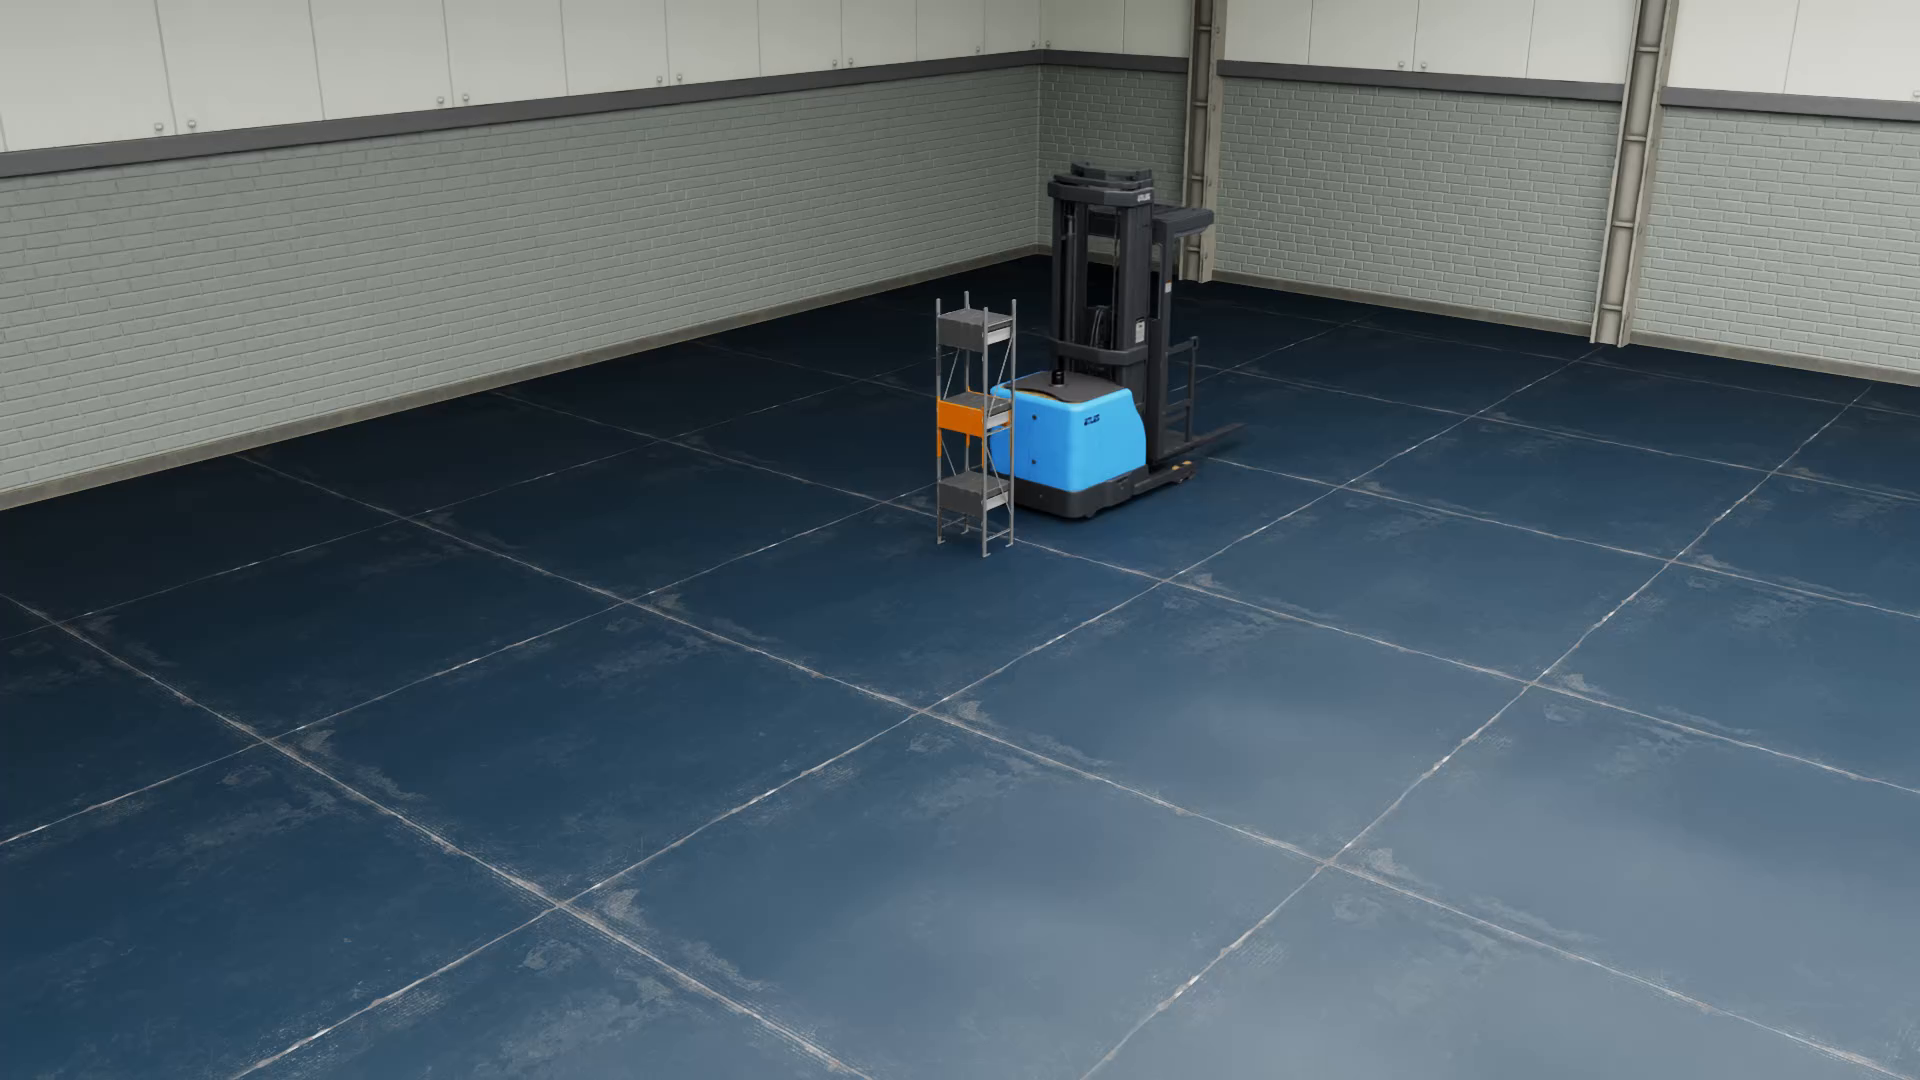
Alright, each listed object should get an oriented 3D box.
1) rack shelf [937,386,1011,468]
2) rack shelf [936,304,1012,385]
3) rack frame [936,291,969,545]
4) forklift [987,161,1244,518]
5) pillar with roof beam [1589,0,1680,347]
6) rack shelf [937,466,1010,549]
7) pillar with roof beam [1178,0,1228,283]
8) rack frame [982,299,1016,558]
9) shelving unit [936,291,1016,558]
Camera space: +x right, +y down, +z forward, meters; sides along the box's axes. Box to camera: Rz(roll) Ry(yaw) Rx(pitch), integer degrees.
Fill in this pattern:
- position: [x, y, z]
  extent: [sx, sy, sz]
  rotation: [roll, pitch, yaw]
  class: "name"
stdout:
- position: [0.128, -0.933, 13.705]
  extent: [0.480, 0.518, 0.431]
  rotation: [16, 26, 36]
  class: "rack shelf"
- position: [0.128, -1.588, 13.458]
  extent: [0.480, 0.518, 0.431]
  rotation: [16, 26, 36]
  class: "rack shelf"
- position: [-0.061, -1.000, 13.844]
  extent: [0.015, 2.100, 0.400]
  rotation: [16, 26, 36]
  class: "rack frame"
- position: [1.596, -2.003, 15.325]
  extent: [1.130, 2.935, 3.031]
  rotation: [17, 27, 38]
  class: "forklift"
- position: [5.356, -5.489, 15.971]
  extent: [0.400, 9.000, 9.100]
  rotation: [16, 26, 36]
  class: "pillar with roof beam"
- position: [0.128, -0.278, 13.952]
  extent: [0.480, 0.518, 0.431]
  rotation: [16, 26, 36]
  class: "rack shelf"
- position: [0.708, -6.828, 19.521]
  extent: [0.400, 9.000, 9.100]
  rotation: [16, 26, 36]
  class: "pillar with roof beam"
- position: [0.317, -0.891, 13.555]
  extent: [0.015, 2.100, 0.400]
  rotation: [16, 26, 36]
  class: "rack frame"
- position: [0.128, -0.946, 13.700]
  extent: [0.503, 2.100, 0.431]
  rotation: [16, 26, 36]
  class: "shelving unit"
